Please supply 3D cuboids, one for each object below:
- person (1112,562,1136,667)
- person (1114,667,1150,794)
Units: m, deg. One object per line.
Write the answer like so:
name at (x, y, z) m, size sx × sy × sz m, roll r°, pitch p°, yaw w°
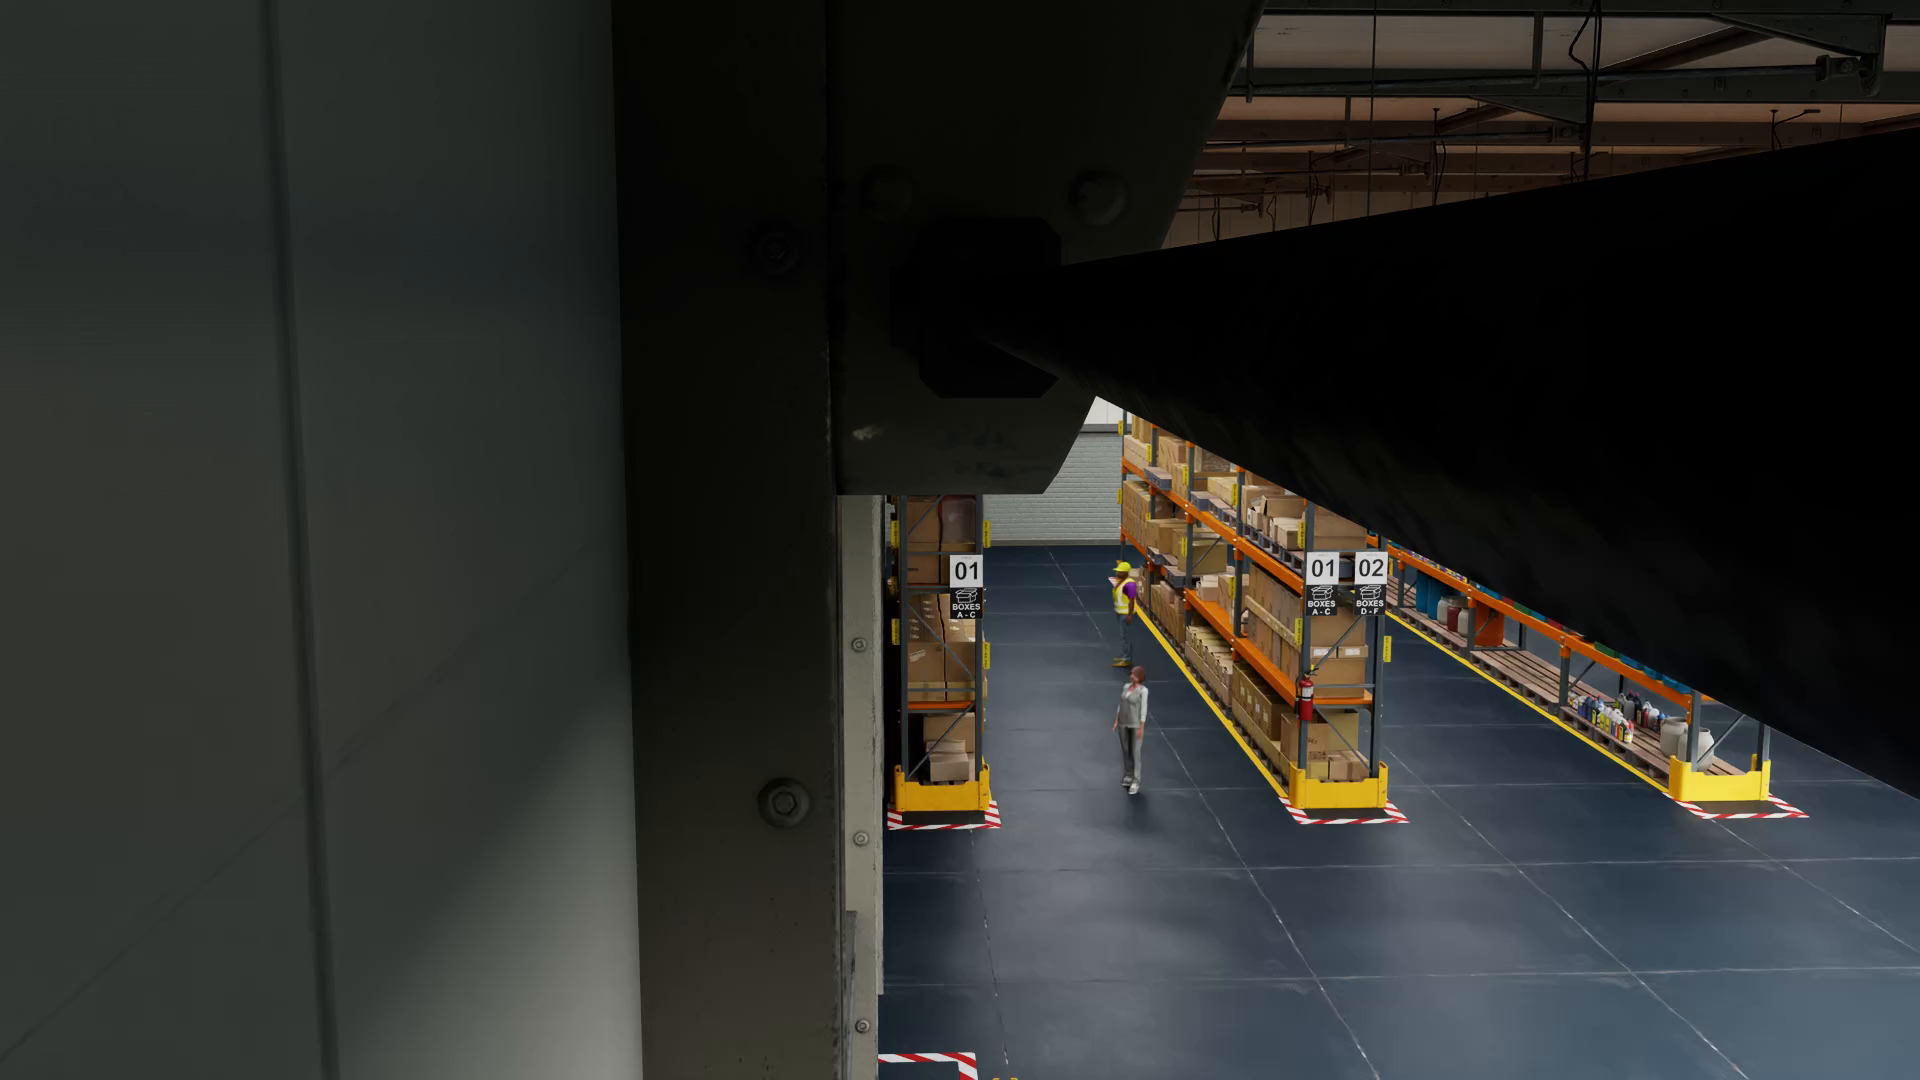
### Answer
person at (2.782, 1.257, 28.462) m, size 0.386 × 1.765 × 0.661 m, roll -3°, pitch 9°, yaw -17°
person at (2.211, 2.429, 21.366) m, size 0.440 × 1.598 × 0.490 m, roll 4°, pitch 9°, yaw 27°
